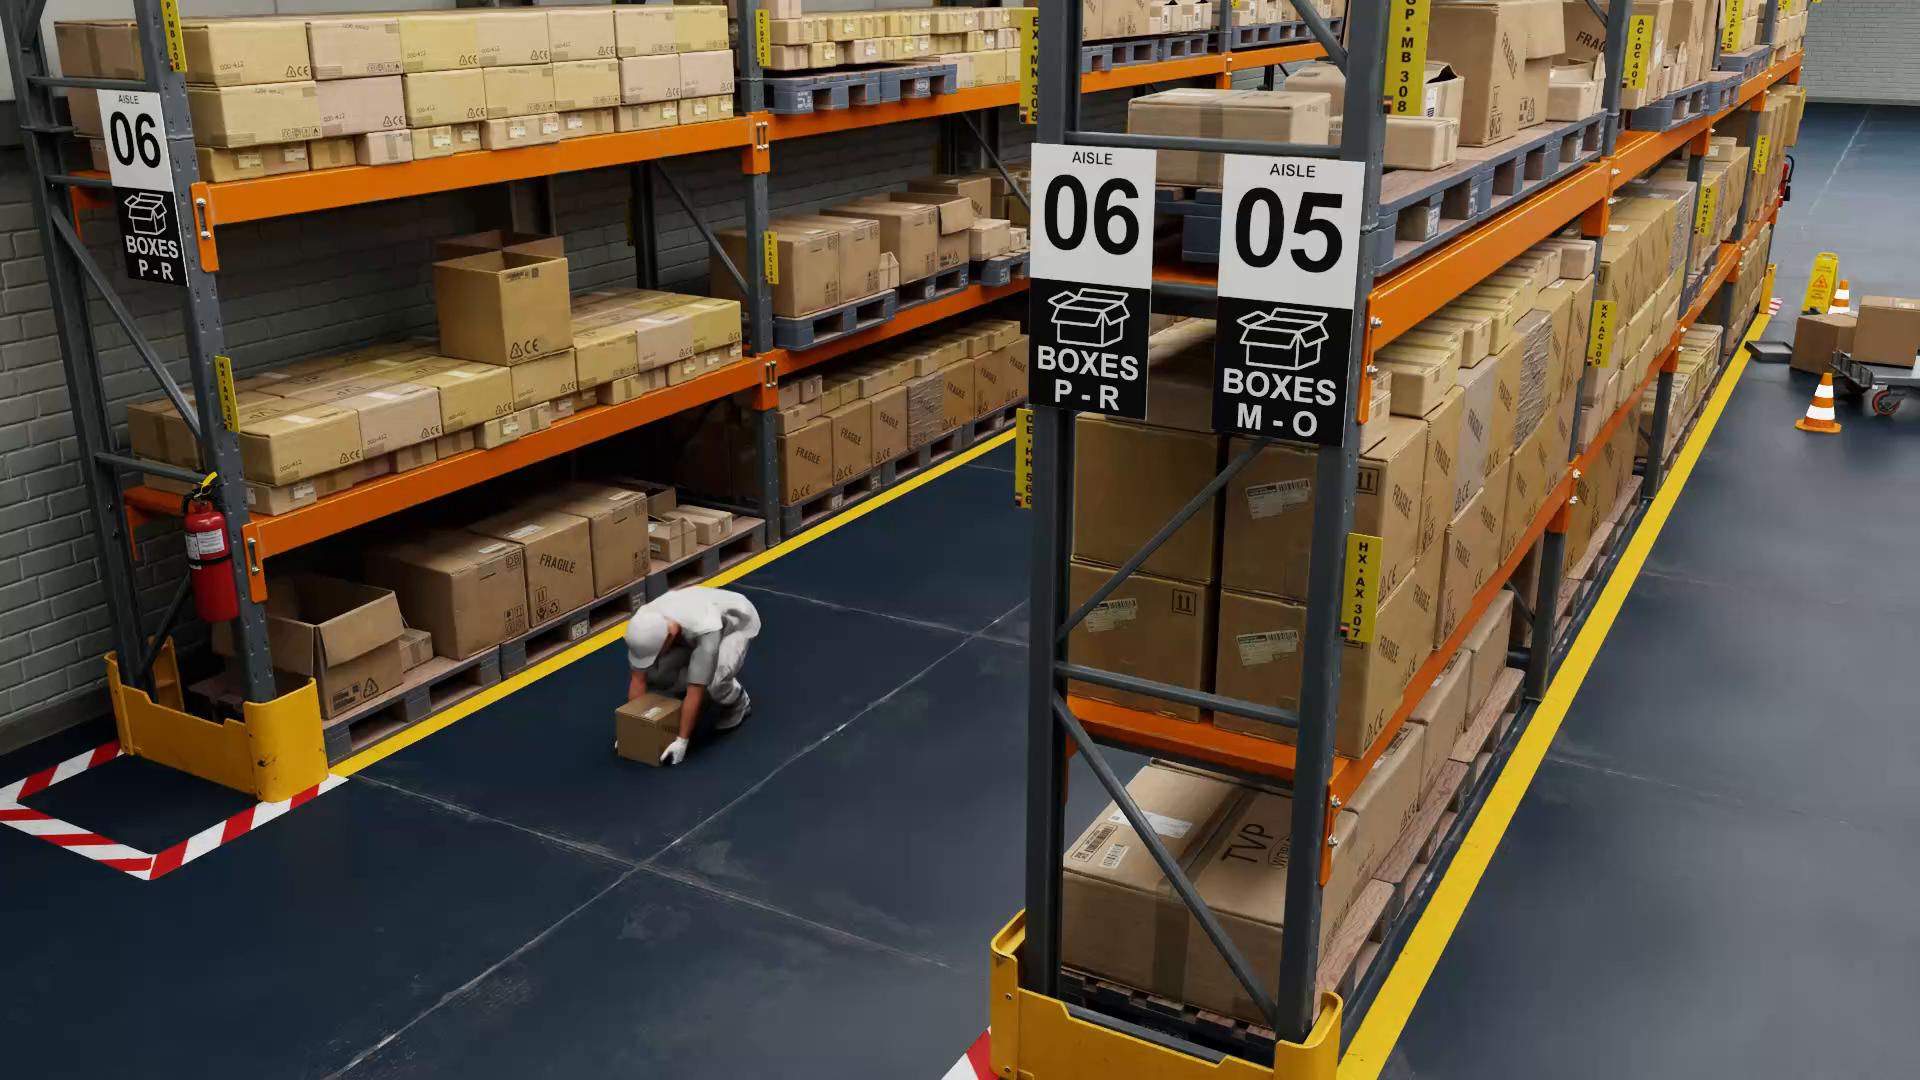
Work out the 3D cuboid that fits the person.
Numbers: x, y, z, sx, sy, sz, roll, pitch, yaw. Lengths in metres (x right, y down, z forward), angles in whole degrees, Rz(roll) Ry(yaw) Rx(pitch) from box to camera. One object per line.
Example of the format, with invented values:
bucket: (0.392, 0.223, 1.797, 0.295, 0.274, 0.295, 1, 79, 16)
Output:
person: (-1.365, 0.632, 8.363, 0.534, 0.843, 0.937, 10, 22, 26)
